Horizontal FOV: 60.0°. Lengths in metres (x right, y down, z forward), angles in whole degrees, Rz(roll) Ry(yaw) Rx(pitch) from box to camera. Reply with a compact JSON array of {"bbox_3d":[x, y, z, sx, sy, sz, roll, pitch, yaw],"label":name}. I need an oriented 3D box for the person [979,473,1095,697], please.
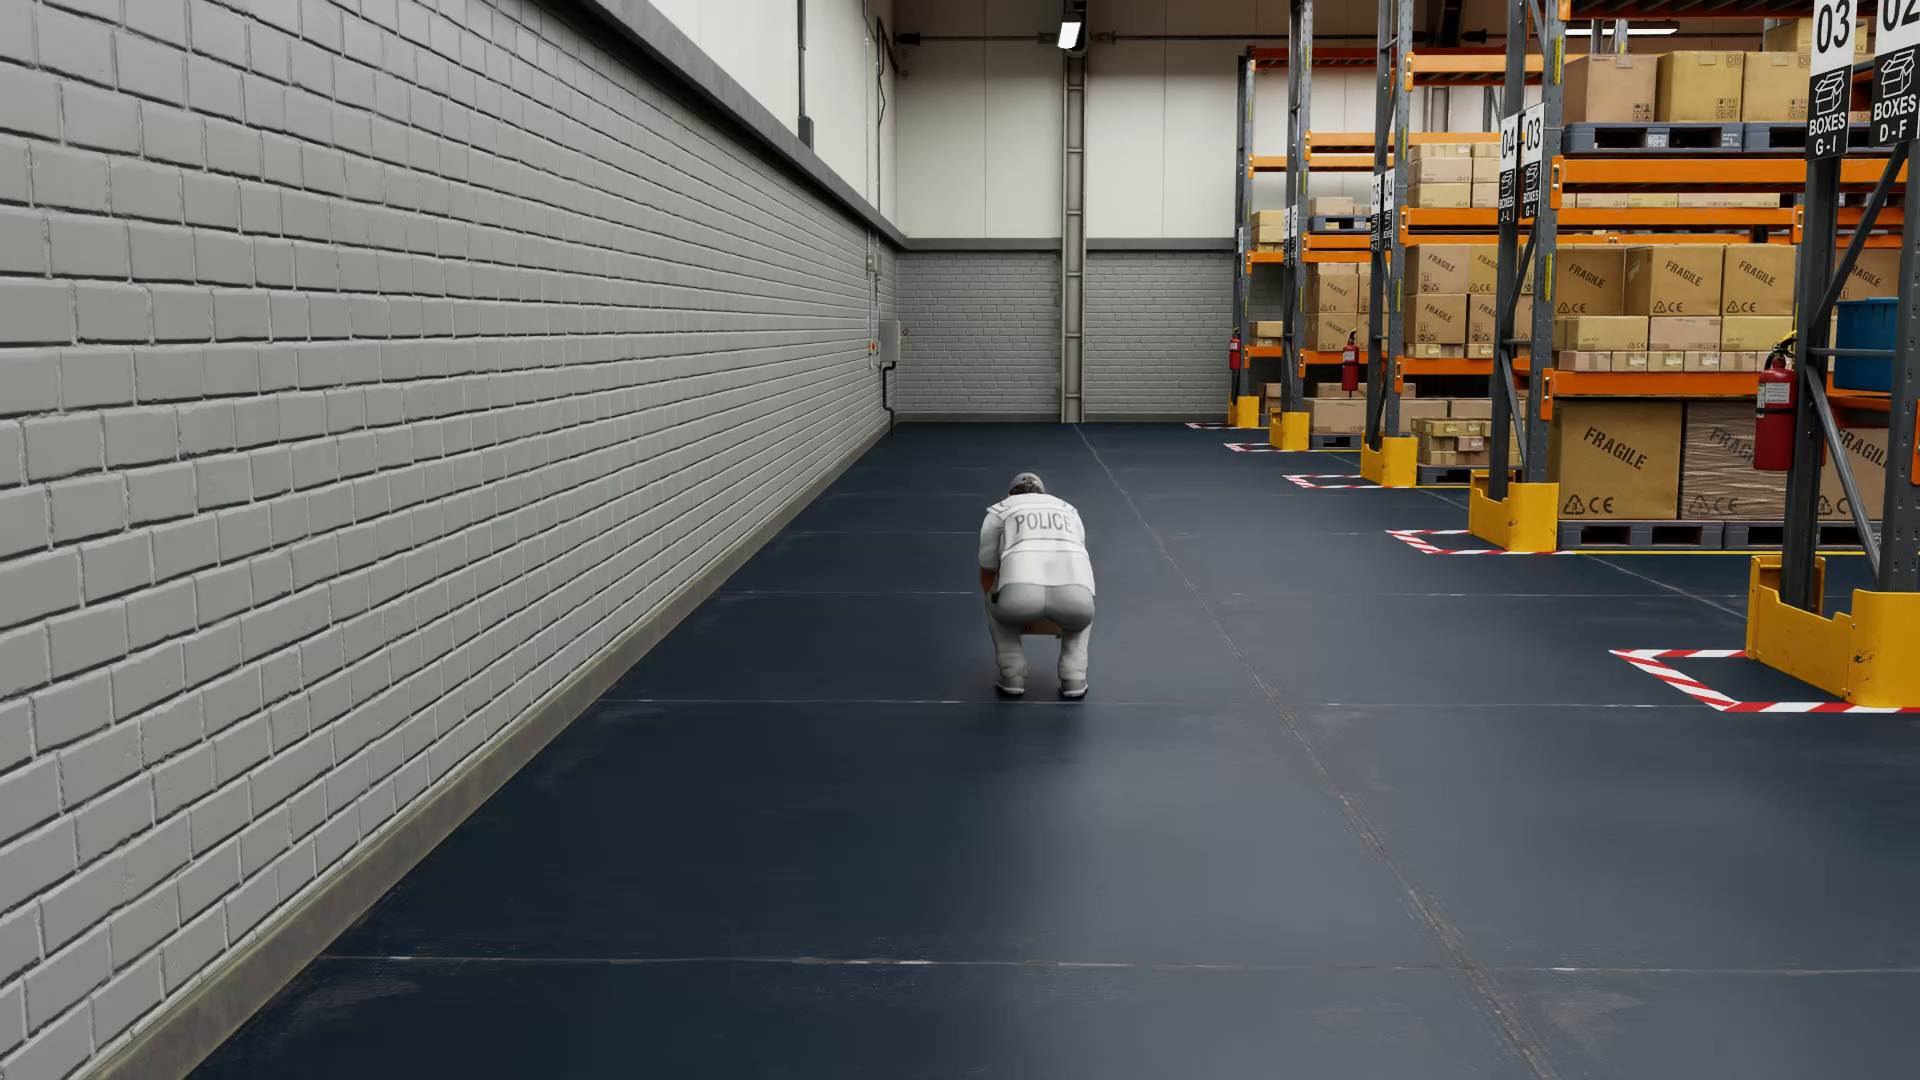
[{"bbox_3d":[0.348,0.201,7.498,0.528,0.960,0.848,0,7,1],"label":"person"}]
